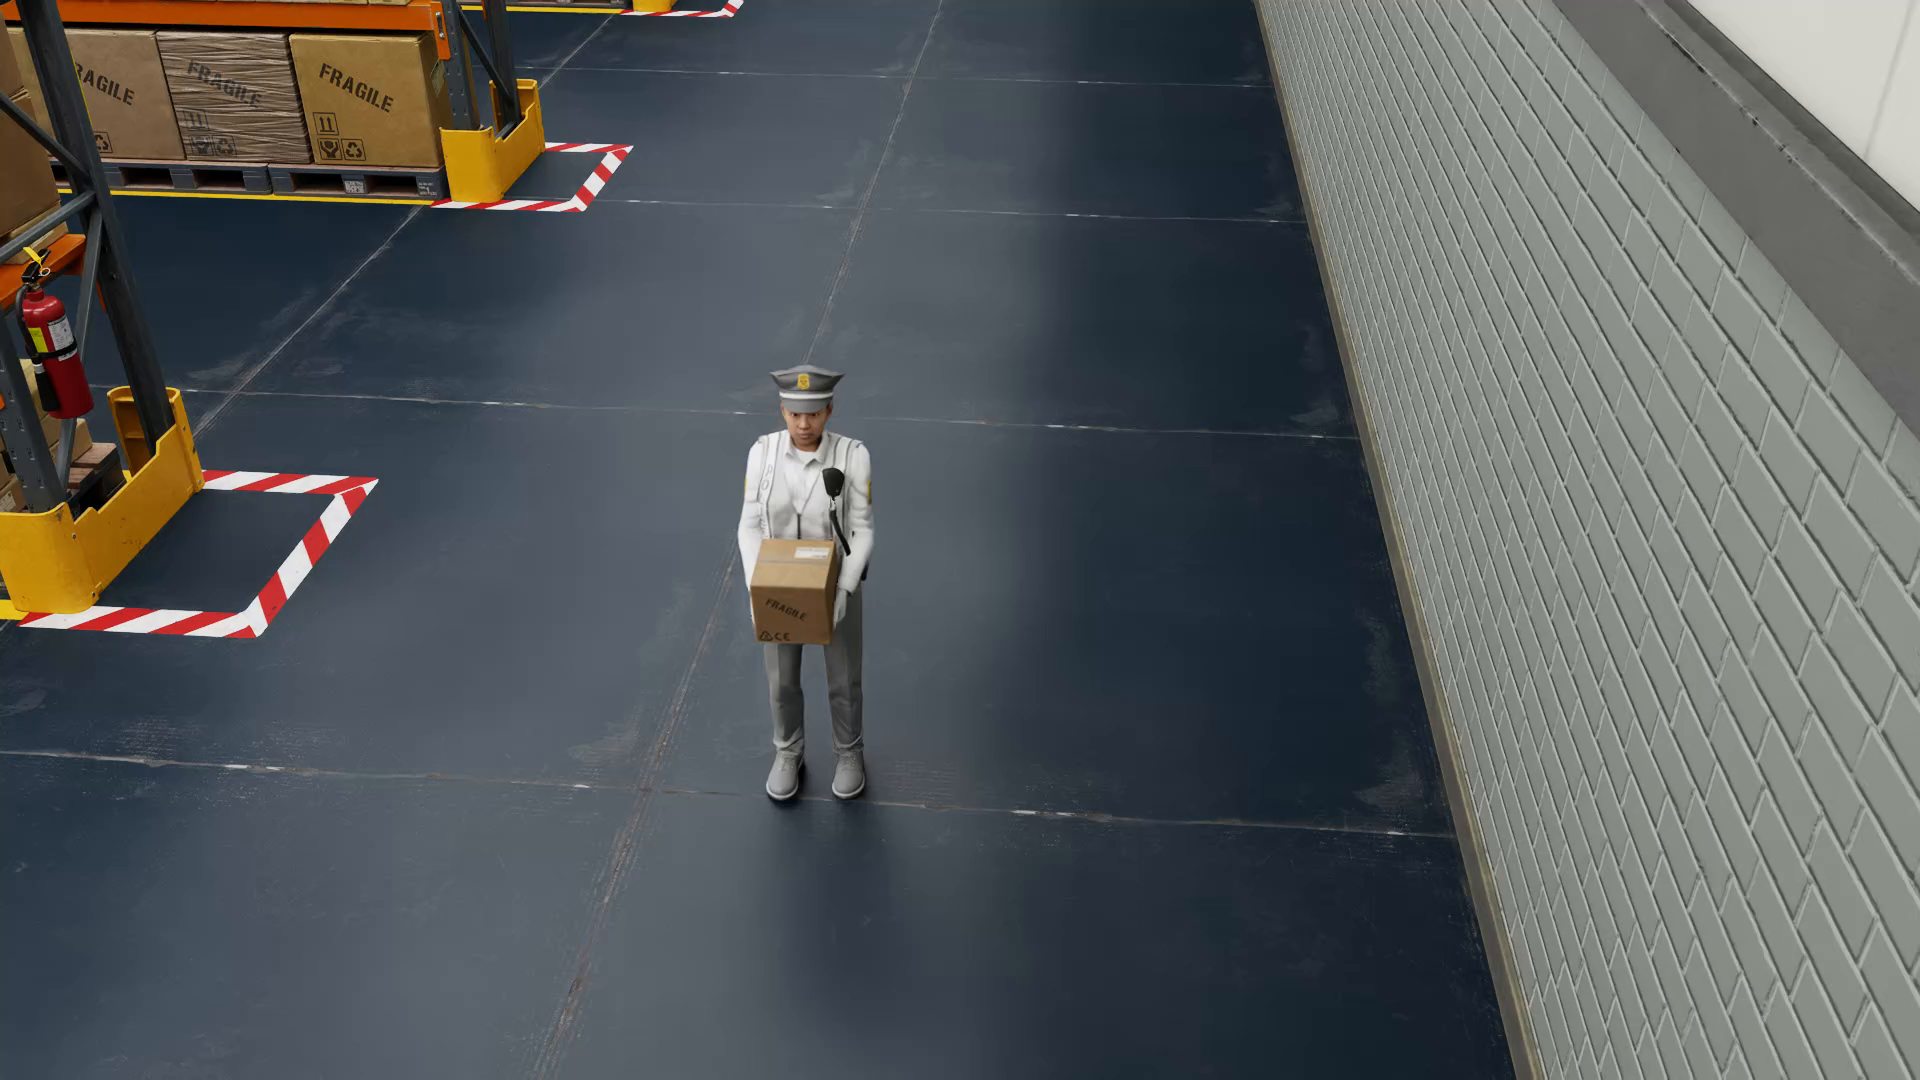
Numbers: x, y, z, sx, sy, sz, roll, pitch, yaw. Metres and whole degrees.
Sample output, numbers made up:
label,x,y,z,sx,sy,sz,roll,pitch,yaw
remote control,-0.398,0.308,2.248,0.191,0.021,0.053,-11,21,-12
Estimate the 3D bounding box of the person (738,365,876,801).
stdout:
label,x,y,z,sx,sy,sz,roll,pitch,yaw
person,-0.529,0.191,5.803,0.479,1.692,0.529,2,32,4
